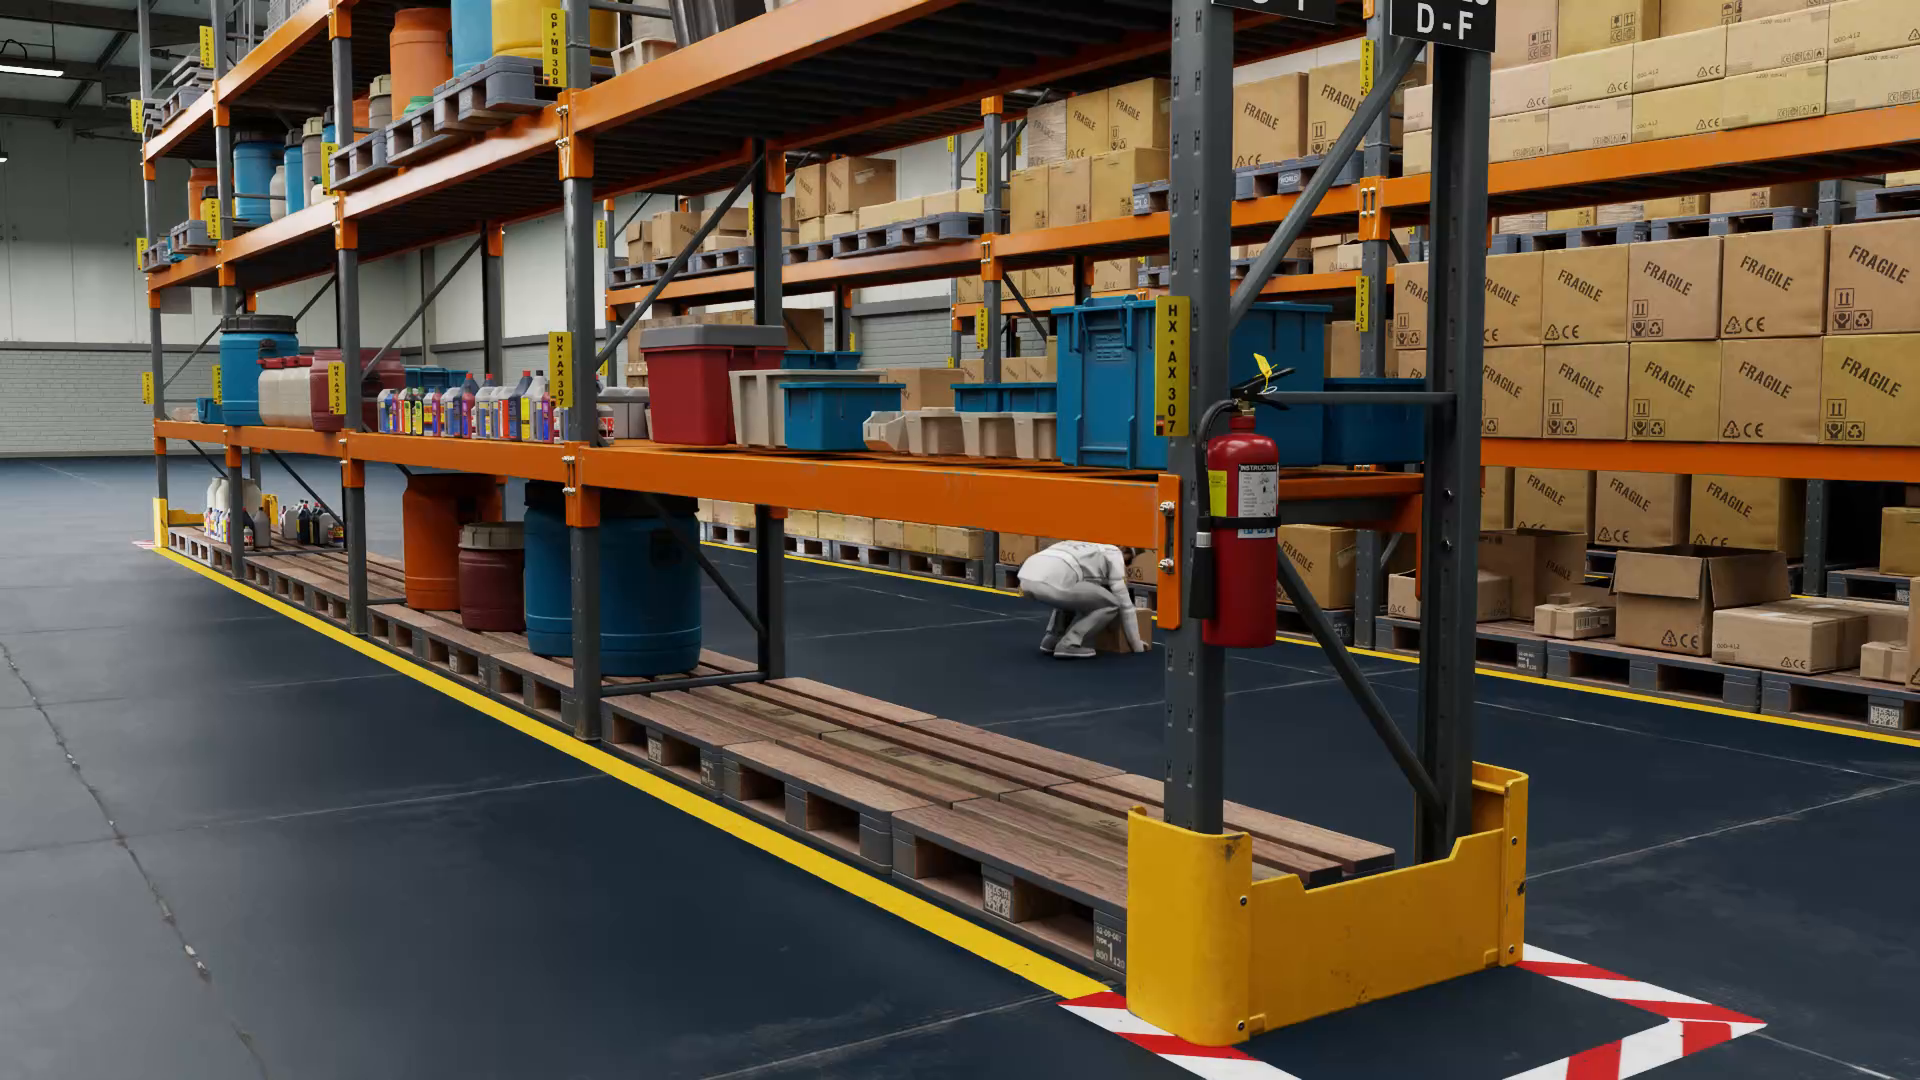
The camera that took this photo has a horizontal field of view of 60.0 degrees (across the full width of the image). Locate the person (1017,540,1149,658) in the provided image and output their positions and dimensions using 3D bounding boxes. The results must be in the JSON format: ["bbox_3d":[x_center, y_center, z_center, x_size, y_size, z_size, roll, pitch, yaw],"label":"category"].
[{"bbox_3d":[0.752,0.313,9.927,0.900,0.814,0.457,-3,6,-35],"label":"person"}]
